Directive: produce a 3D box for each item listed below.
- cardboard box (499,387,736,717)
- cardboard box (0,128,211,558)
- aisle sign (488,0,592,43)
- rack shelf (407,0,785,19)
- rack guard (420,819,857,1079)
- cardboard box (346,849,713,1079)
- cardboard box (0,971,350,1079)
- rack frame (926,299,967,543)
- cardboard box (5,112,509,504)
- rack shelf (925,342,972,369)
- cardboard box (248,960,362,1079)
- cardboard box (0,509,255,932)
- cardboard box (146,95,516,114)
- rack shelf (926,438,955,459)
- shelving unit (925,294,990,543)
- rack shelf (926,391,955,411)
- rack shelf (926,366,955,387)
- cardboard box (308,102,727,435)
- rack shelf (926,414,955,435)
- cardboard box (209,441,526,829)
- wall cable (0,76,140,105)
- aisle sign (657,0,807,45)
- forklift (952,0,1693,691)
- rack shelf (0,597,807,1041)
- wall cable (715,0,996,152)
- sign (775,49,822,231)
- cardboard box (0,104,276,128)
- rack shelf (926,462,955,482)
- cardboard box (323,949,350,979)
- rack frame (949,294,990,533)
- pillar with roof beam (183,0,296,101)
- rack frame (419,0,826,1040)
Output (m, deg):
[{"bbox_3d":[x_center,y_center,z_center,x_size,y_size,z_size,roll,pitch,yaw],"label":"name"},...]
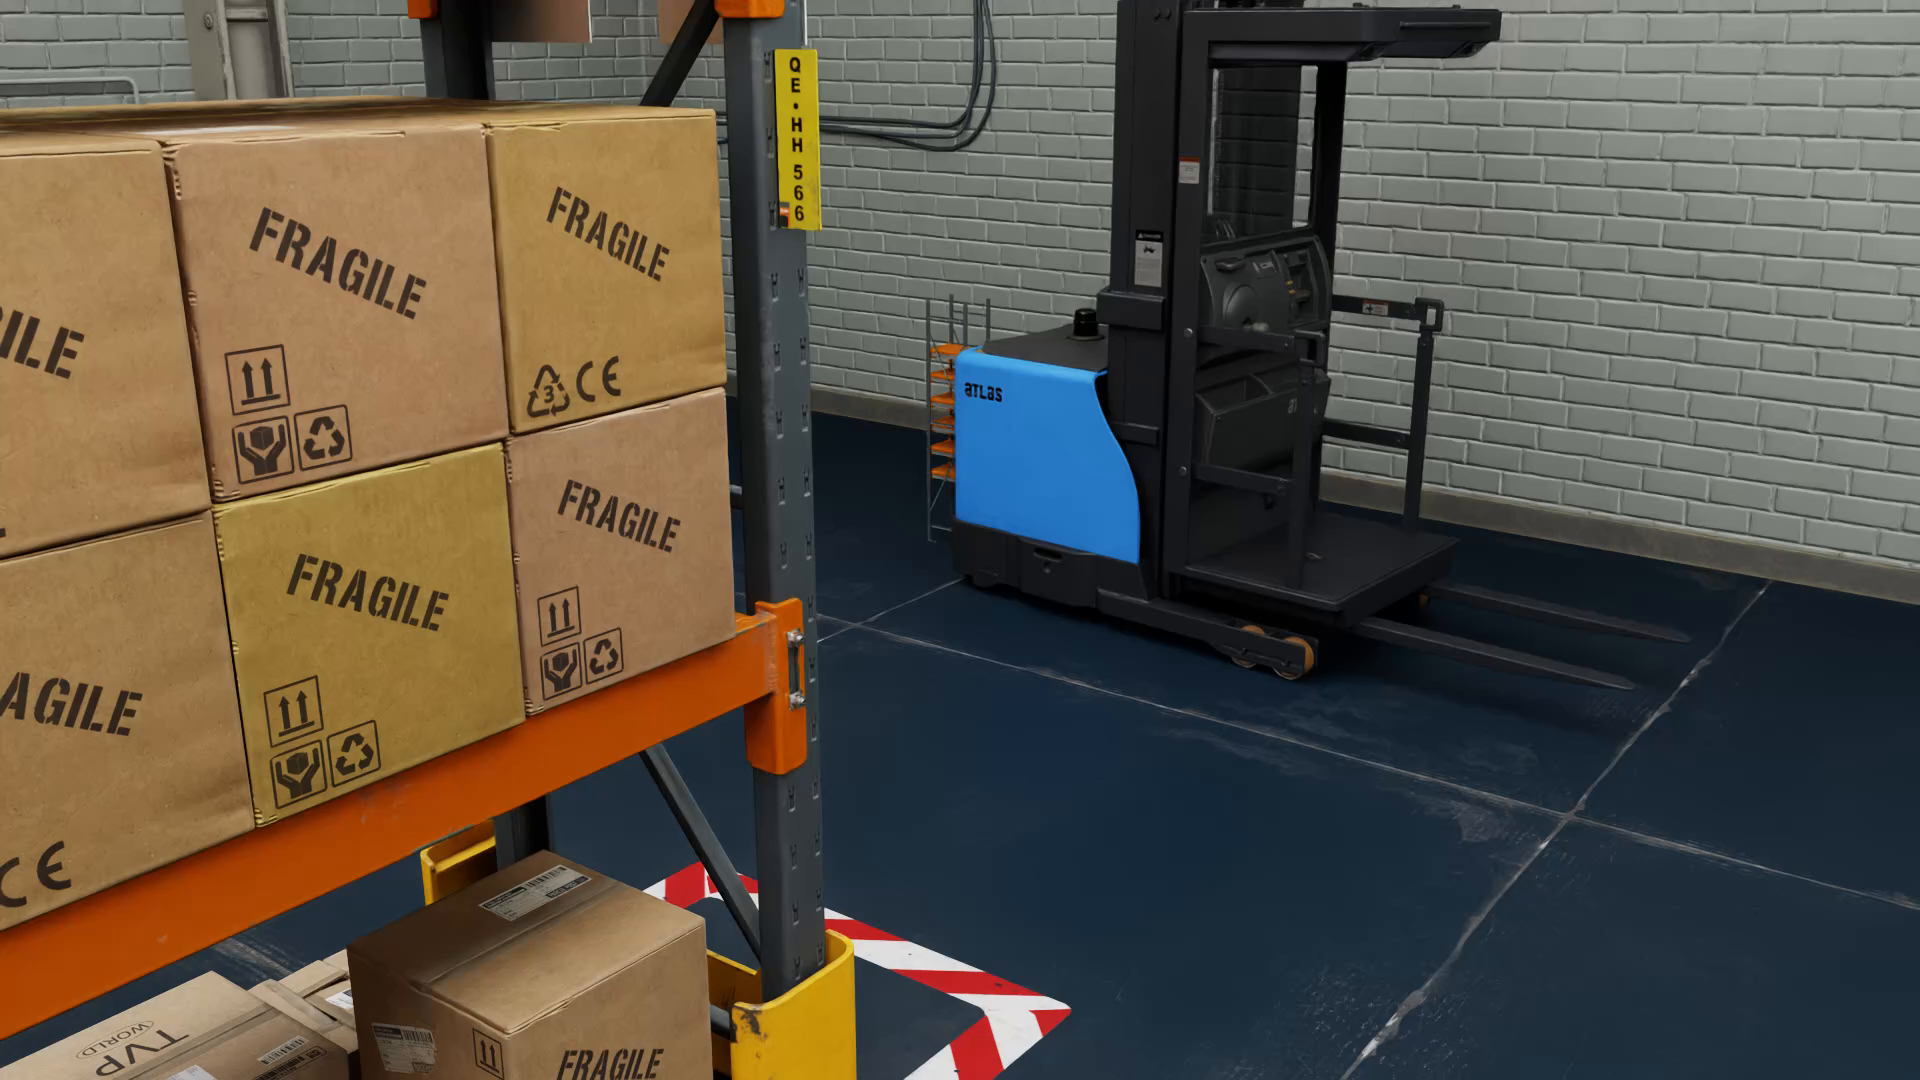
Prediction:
[{"bbox_3d":[-0.783,-0.034,3.127,0.500,0.500,0.500,13,22,36],"label":"cardboard box"},{"bbox_3d":[-1.384,-0.267,2.191,0.500,0.500,0.500,13,22,36],"label":"cardboard box"},{"bbox_3d":[-0.930,-1.451,3.474,0.394,0.787,0.004,12,21,35],"label":"aisle sign"},{"bbox_3d":[-1.926,-0.754,1.768,1.077,0.370,4.000,12,21,35],"label":"rack shelf"},{"bbox_3d":[-0.780,1.071,3.952,1.175,0.500,0.348,12,21,35],"label":"rack guard"},{"bbox_3d":[-0.860,1.016,3.388,0.500,0.500,0.500,12,21,35],"label":"cardboard box"},{"bbox_3d":[-1.584,1.161,3.343,0.500,0.250,0.500,12,21,35],"label":"cardboard box"},{"bbox_3d":[-0.063,-0.548,7.985,0.240,1.200,0.006,12,21,35],"label":"rack frame"},{"bbox_3d":[-1.079,-0.391,2.591,0.500,0.500,0.500,13,22,36],"label":"cardboard box"},{"bbox_3d":[-0.009,-0.871,7.961,0.258,0.103,0.180,12,21,35],"label":"rack shelf"},{"bbox_3d":[-1.409,1.101,3.677,0.380,0.166,0.250,12,21,35],"label":"cardboard box"},{"bbox_3d":[-1.391,0.208,2.347,0.500,0.500,0.500,13,21,35],"label":"cardboard box"},{"bbox_3d":[-1.210,-0.607,3.286,0.500,0.500,0.500,13,22,36],"label":"cardboard box"},{"bbox_3d":[-0.009,-0.413,8.103,0.258,0.103,0.180,12,21,35],"label":"rack shelf"},{"bbox_3d":[-0.009,-0.570,8.055,0.258,1.200,0.189,12,21,35],"label":"shelving unit"},{"bbox_3d":[-0.009,-0.642,8.032,0.258,0.103,0.180,12,21,35],"label":"rack shelf"},{"bbox_3d":[-0.009,-0.756,7.997,0.258,0.103,0.180,12,21,35],"label":"rack shelf"},{"bbox_3d":[-0.779,-0.512,2.979,0.500,0.500,0.500,12,21,34],"label":"cardboard box"},{"bbox_3d":[-0.009,-0.527,8.068,0.258,0.103,0.180,12,21,35],"label":"rack shelf"},{"bbox_3d":[-1.089,0.090,2.727,0.500,0.500,0.500,13,21,35],"label":"cardboard box"},{"bbox_3d":[-4.712,-1.973,7.825,0.084,1.984,1.851,12,21,35],"label":"wall cable"},{"bbox_3d":[-0.448,-1.345,3.132,0.394,0.787,0.004,12,21,35],"label":"aisle sign"},{"bbox_3d":[1.410,-1.031,6.622,3.031,2.935,1.130,14,22,38],"label":"forklift"},{"bbox_3d":[-1.926,0.679,2.213,1.077,0.370,4.000,12,21,35],"label":"rack shelf"},{"bbox_3d":[-1.058,-3.681,10.161,3.097,2.526,0.112,12,21,35],"label":"wall cable"},{"bbox_3d":[-0.301,-0.742,3.090,0.100,0.325,0.005,12,21,35],"label":"sign"},{"bbox_3d":[-1.516,-0.481,2.881,0.500,0.500,0.500,13,21,35],"label":"cardboard box"},{"bbox_3d":[-0.009,-0.298,8.139,0.258,0.103,0.180,12,21,35],"label":"rack shelf"},{"bbox_3d":[-1.260,1.049,3.872,0.380,0.149,0.250,12,21,35],"label":"cardboard box"},{"bbox_3d":[0.046,-0.591,8.125,0.240,1.200,0.006,12,21,35],"label":"rack frame"},{"bbox_3d":[-0.343,-3.916,5.679,9.100,9.000,0.400,12,21,35],"label":"pillar with roof beam"},{"bbox_3d":[-0.734,-0.141,3.640,1.000,3.000,0.127,12,21,35],"label":"rack frame"}]
